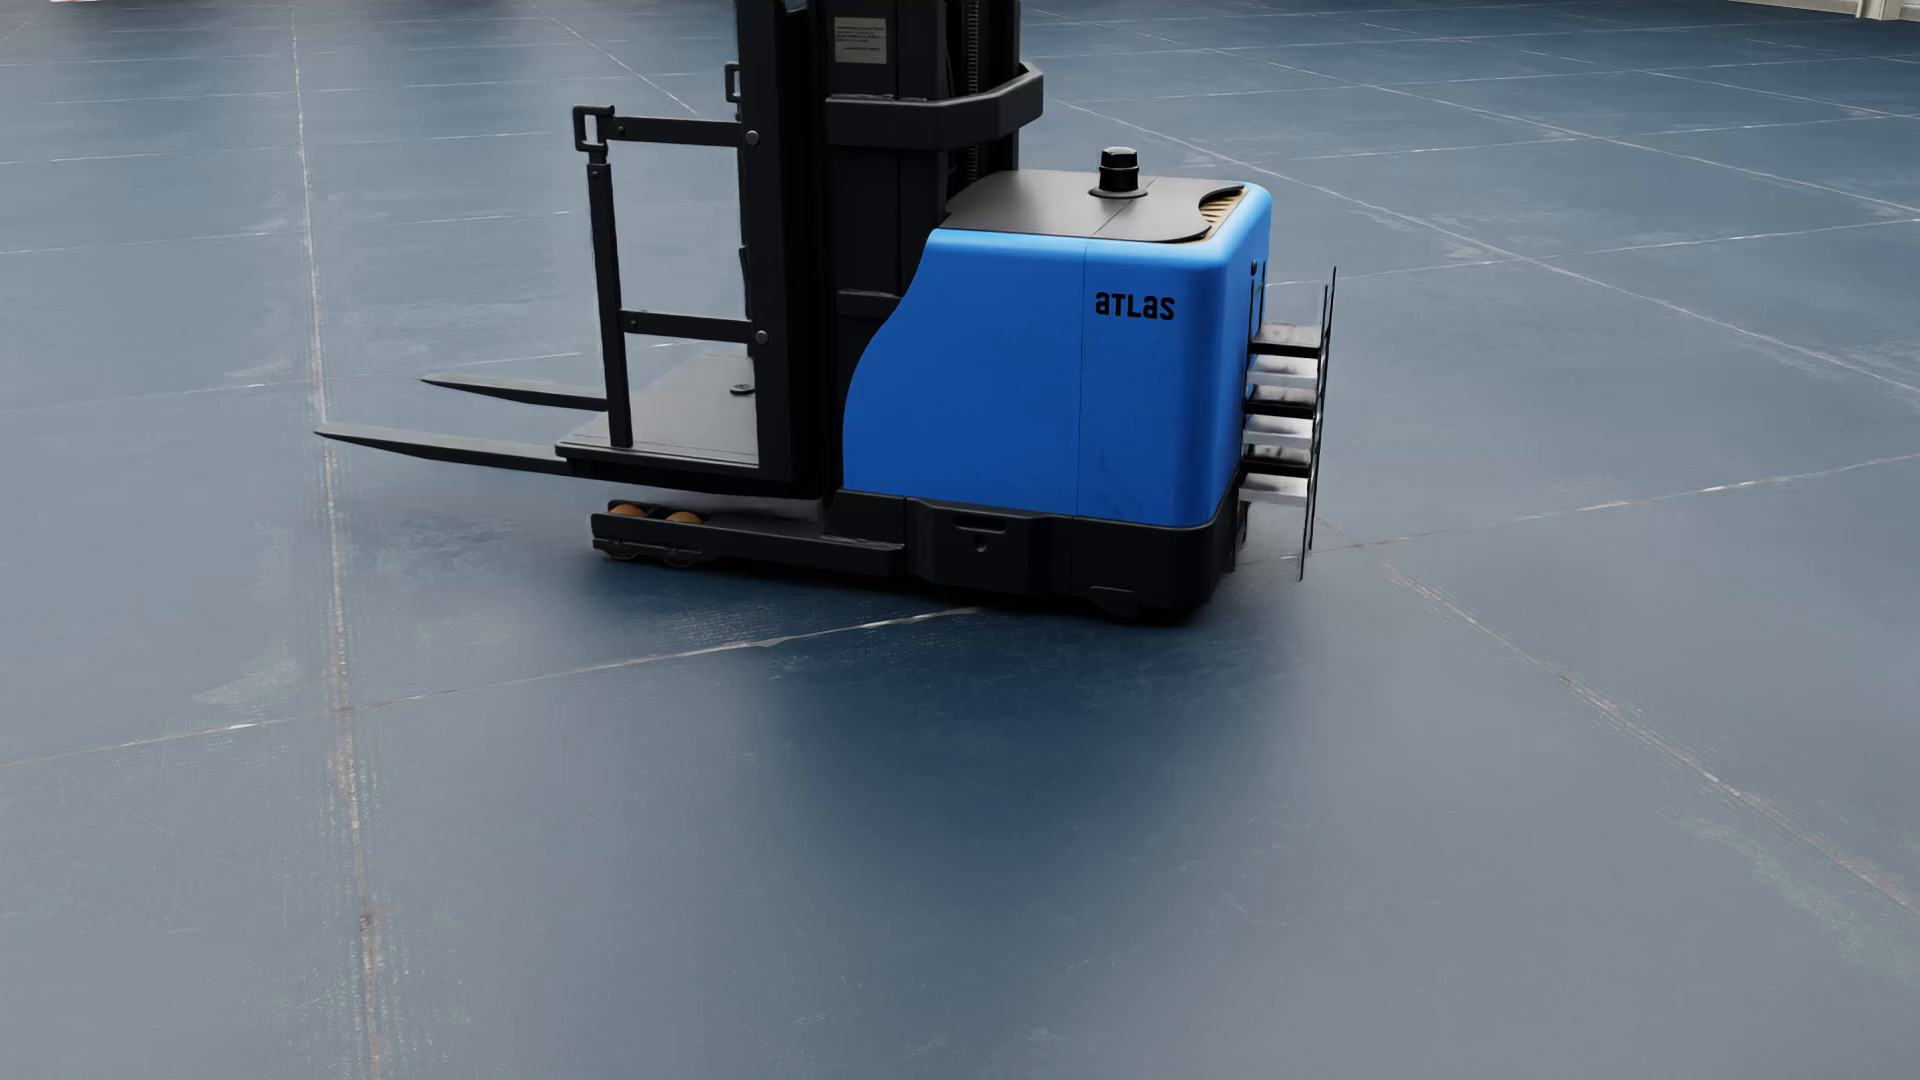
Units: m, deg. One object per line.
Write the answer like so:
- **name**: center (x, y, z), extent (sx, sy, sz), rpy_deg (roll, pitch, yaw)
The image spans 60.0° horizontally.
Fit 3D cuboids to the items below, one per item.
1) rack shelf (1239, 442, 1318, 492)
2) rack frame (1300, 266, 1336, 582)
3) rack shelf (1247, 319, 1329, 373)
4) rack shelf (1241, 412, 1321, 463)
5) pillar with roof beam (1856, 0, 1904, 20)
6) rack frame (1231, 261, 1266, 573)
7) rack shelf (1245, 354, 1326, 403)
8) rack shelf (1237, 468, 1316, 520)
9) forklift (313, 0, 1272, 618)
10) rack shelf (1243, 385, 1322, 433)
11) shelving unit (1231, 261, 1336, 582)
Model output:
- **rack shelf**: center (0.955, -0.233, 4.962), extent (0.200, 0.077, 0.258), rpy_deg (7, 24, 16)
- **rack frame**: center (1.051, -0.335, 4.886), extent (0.006, 0.900, 0.240), rpy_deg (7, 24, 16)
- **rack shelf**: center (0.955, -0.565, 4.822), extent (0.200, 0.077, 0.258), rpy_deg (7, 24, 16)
- **rack shelf**: center (0.955, -0.316, 4.927), extent (0.200, 0.077, 0.258), rpy_deg (7, 24, 16)
- **pillar with roof beam**: center (7.308, -9.999, 17.388), extent (9.100, 9.000, 0.400), rpy_deg (-8, 24, -19)
- **rack frame**: center (0.858, -0.359, 4.943), extent (0.006, 0.900, 0.240), rpy_deg (7, 24, 16)
- **rack shelf**: center (0.955, -0.482, 4.857), extent (0.200, 0.077, 0.258), rpy_deg (7, 24, 16)
- **rack shelf**: center (0.955, -0.150, 4.997), extent (0.200, 0.077, 0.258), rpy_deg (7, 24, 16)
- **forklift**: center (-0.612, -1.453, 4.923), extent (3.031, 2.935, 1.130), rpy_deg (7, 24, 16)
- **rack shelf**: center (0.955, -0.399, 4.892), extent (0.200, 0.077, 0.258), rpy_deg (7, 24, 16)
- **shelving unit**: center (0.955, -0.347, 4.914), extent (0.210, 0.900, 0.258), rpy_deg (7, 24, 16)
